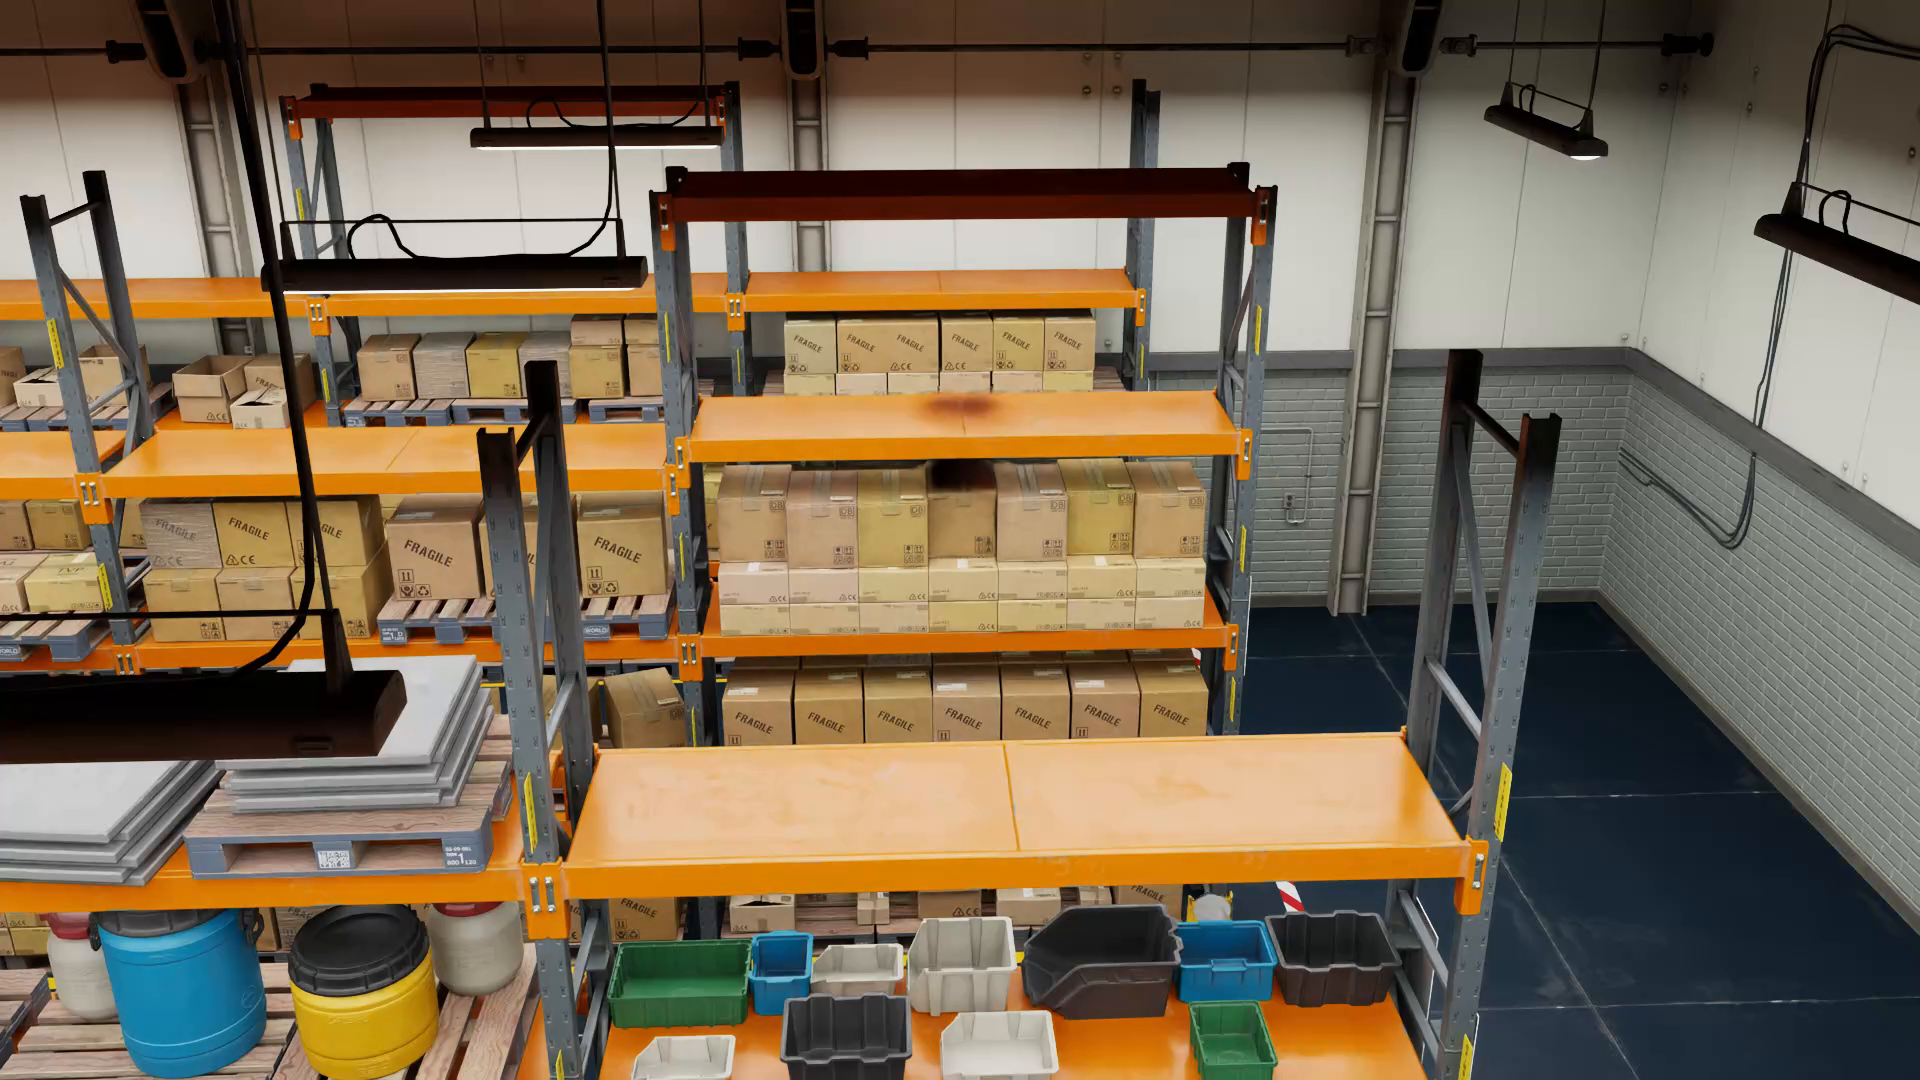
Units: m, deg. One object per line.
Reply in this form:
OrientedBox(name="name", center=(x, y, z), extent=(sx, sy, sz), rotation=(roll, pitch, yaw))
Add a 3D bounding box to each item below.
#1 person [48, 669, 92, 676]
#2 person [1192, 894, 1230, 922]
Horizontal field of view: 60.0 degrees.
OrientedBox(name="person", center=(-8.541, 1.247, 15.967), extent=(0.452, 1.602, 0.337), rotation=(0, 22, 0))
OrientedBox(name="person", center=(1.708, 3.170, 11.188), extent=(0.543, 1.719, 0.360), rotation=(11, 24, 25))
